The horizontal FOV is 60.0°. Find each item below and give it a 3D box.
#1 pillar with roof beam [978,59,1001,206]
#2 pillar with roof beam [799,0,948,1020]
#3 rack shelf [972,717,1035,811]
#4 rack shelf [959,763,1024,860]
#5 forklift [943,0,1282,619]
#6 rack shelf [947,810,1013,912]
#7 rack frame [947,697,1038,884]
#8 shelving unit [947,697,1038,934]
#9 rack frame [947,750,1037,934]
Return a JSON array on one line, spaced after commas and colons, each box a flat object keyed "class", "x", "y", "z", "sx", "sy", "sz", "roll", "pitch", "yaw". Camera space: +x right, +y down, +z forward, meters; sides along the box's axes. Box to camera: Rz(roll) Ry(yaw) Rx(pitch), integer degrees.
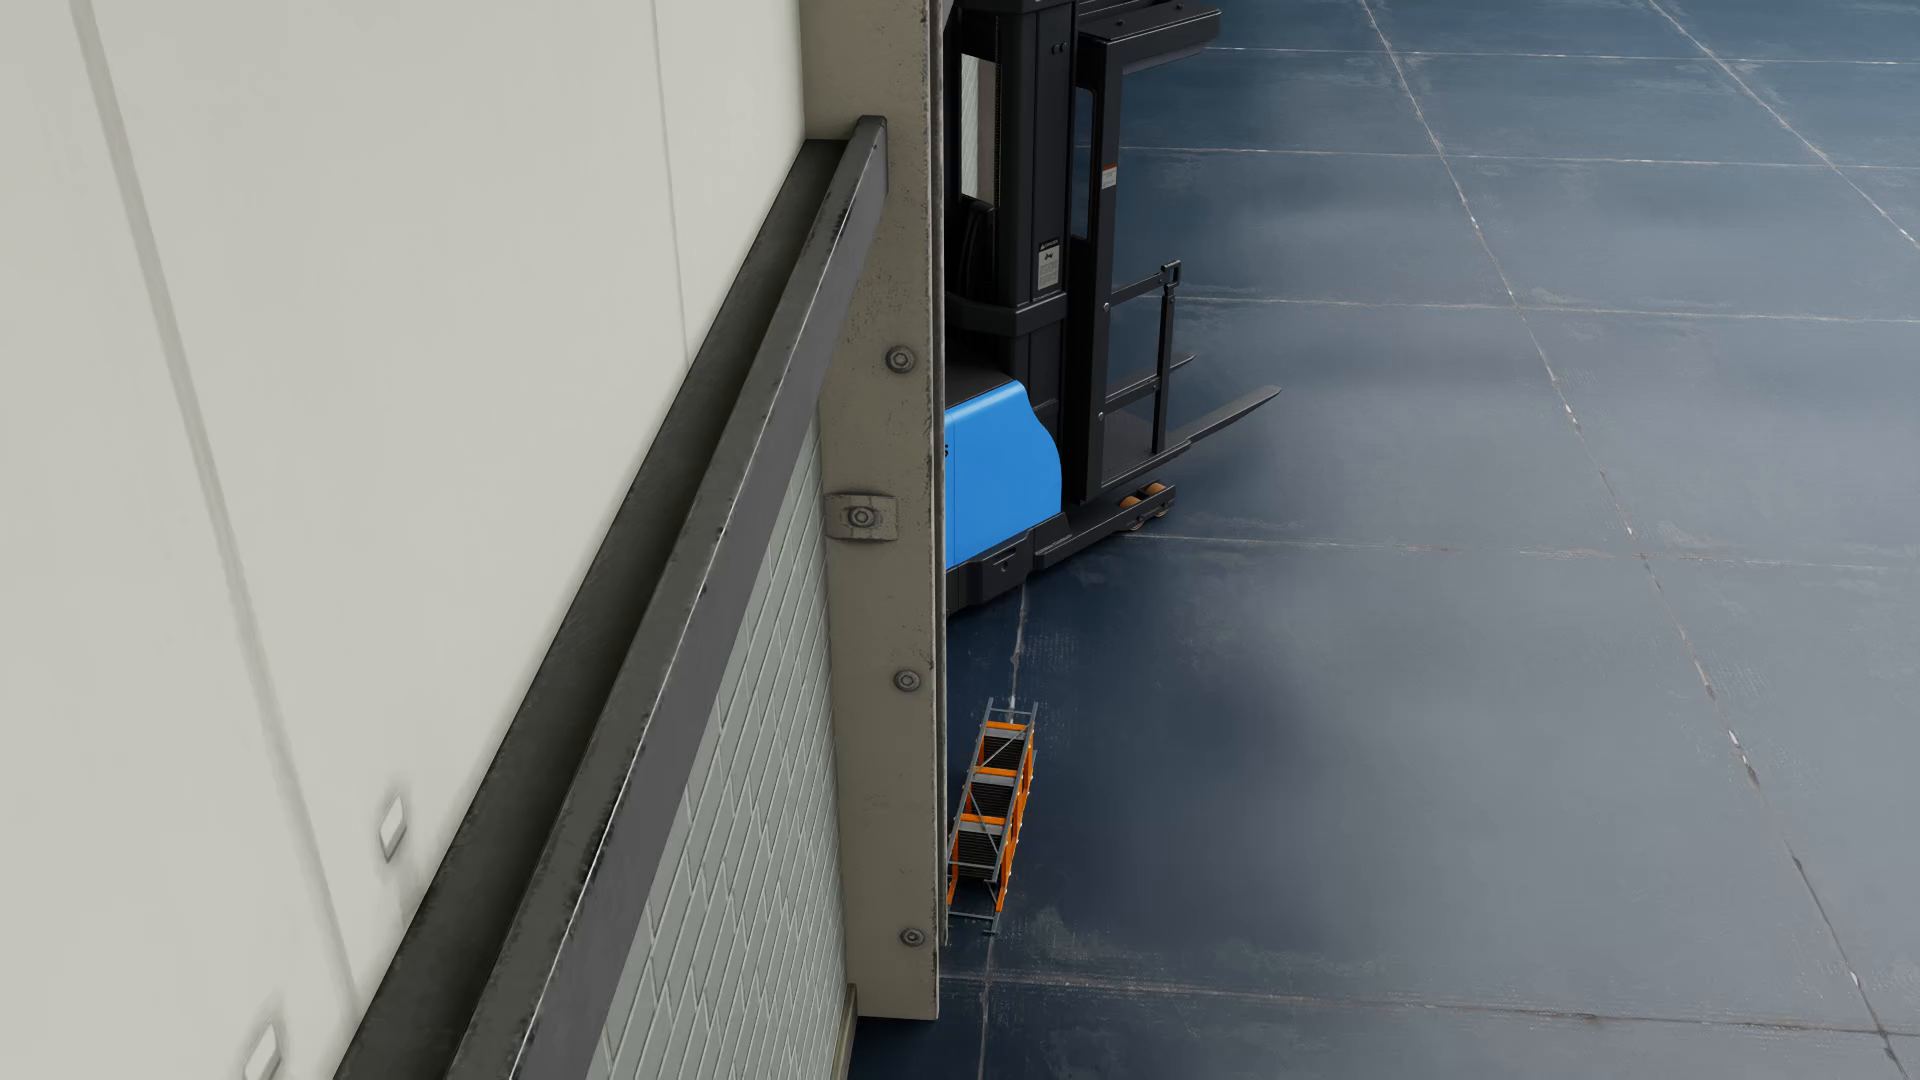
[{"class": "pillar with roof beam", "x": 4.565, "y": -5.273, "z": 8.228, "sx": 9.100, "sy": 9.000, "sz": 0.400, "roll": 2, "pitch": 32, "yaw": 4}, {"class": "pillar with roof beam", "x": 4.076, "y": -2.135, "z": 3.137, "sx": 9.100, "sy": 9.000, "sz": 0.400, "roll": 2, "pitch": 32, "yaw": 4}, {"class": "rack shelf", "x": 0.172, "y": 0.883, "z": 6.571, "sx": 0.215, "sy": 0.240, "sz": 0.259, "roll": 5, "pitch": 32, "yaw": 9}, {"class": "rack shelf", "x": 0.120, "y": 1.030, "z": 6.333, "sx": 0.215, "sy": 0.240, "sz": 0.259, "roll": 5, "pitch": 32, "yaw": 9}, {"class": "forklift", "x": 0.452, "y": -1.473, "z": 7.847, "sx": 3.031, "sy": 2.935, "sz": 1.130, "roll": -27, "pitch": 40, "yaw": -36}, {"class": "rack shelf", "x": 0.070, "y": 1.173, "z": 6.101, "sx": 0.215, "sy": 0.240, "sz": 0.259, "roll": 5, "pitch": 32, "yaw": 9}, {"class": "rack frame", "x": 0.122, "y": 0.920, "z": 6.278, "sx": 0.200, "sy": 0.008, "sz": 1.050, "roll": 5, "pitch": 32, "yaw": 9}, {"class": "shelving unit", "x": 0.122, "y": 1.024, "z": 6.342, "sx": 0.215, "sy": 0.252, "sz": 1.050, "roll": 5, "pitch": 32, "yaw": 9}, {"class": "rack frame", "x": 0.122, "y": 1.128, "z": 6.406, "sx": 0.200, "sy": 0.008, "sz": 1.050, "roll": 5, "pitch": 32, "yaw": 9}]
